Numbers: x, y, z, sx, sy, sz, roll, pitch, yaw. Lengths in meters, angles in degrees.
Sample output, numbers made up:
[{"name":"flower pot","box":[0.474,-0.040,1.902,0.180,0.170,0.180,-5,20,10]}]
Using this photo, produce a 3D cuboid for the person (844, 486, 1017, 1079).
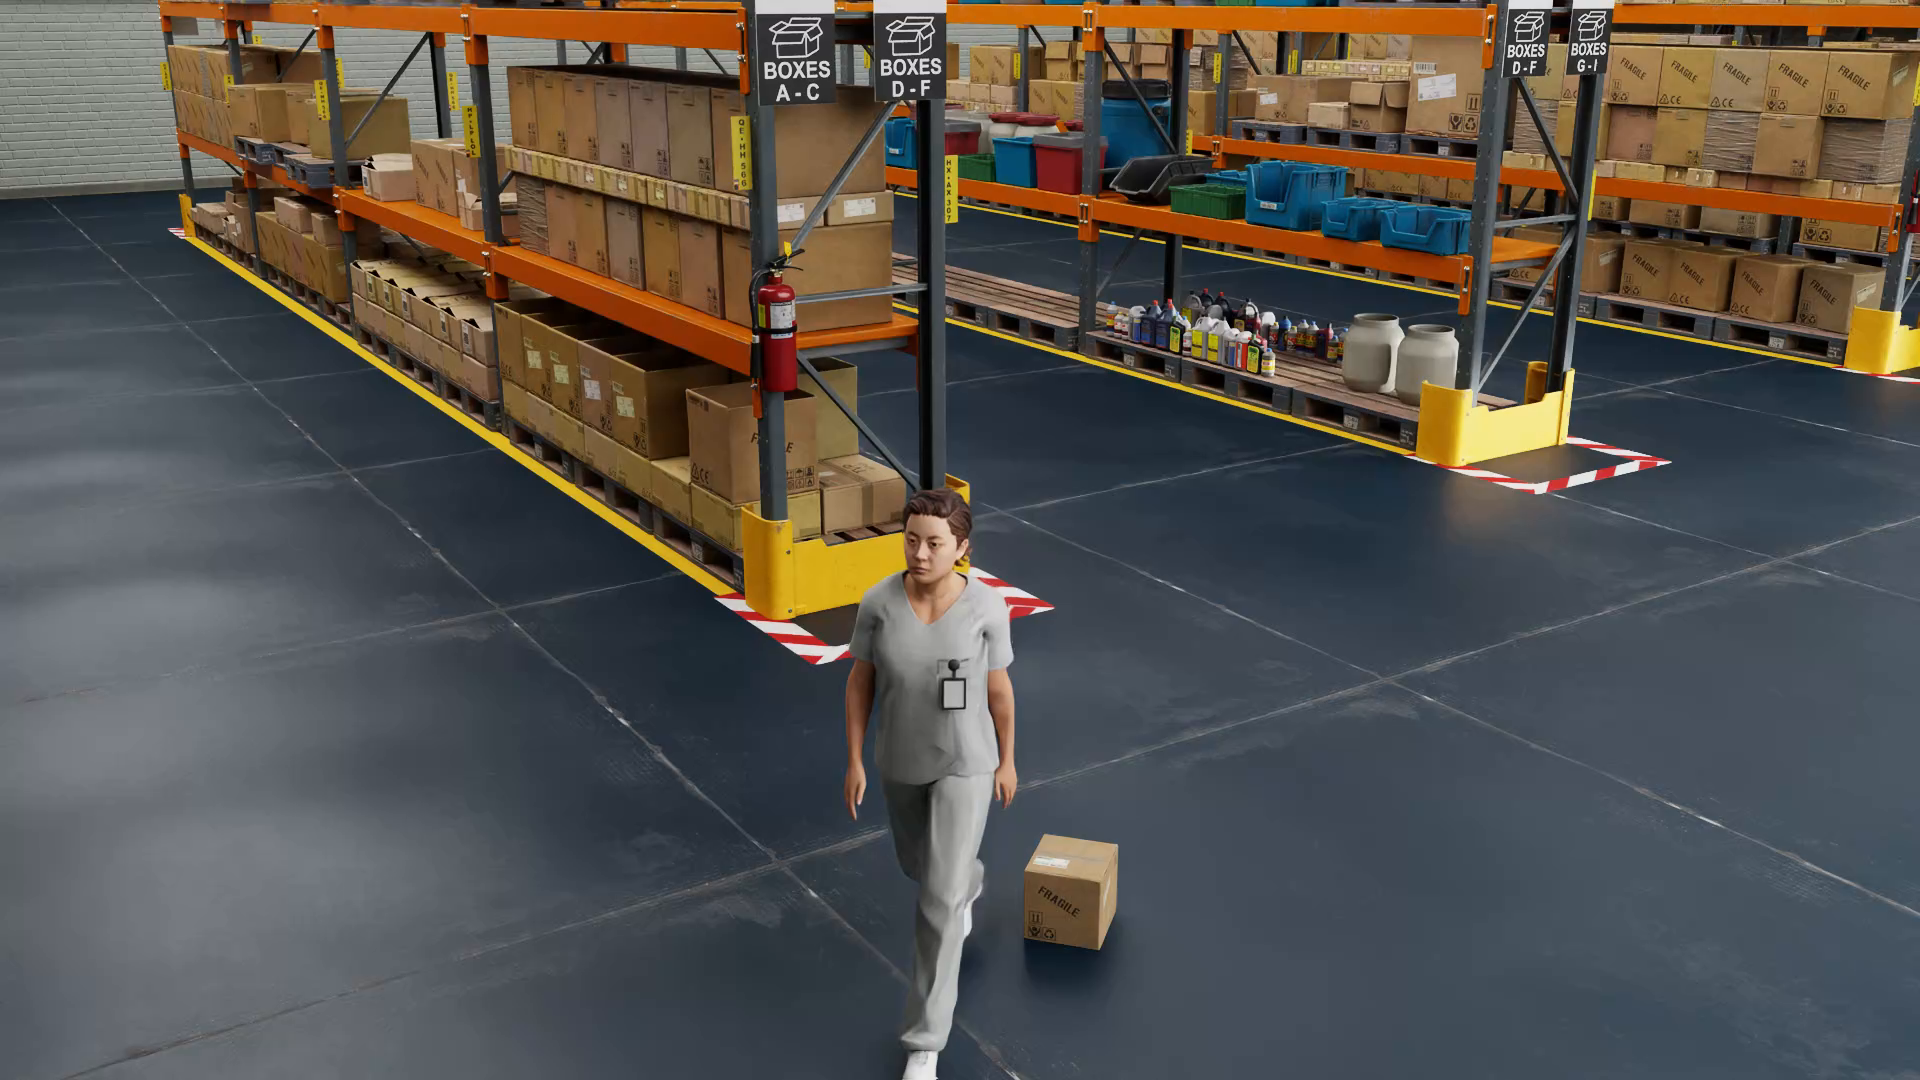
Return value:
[{"name":"person","box":[-0.075,0.614,4.706,0.456,1.625,1.016,5,19,14]}]
